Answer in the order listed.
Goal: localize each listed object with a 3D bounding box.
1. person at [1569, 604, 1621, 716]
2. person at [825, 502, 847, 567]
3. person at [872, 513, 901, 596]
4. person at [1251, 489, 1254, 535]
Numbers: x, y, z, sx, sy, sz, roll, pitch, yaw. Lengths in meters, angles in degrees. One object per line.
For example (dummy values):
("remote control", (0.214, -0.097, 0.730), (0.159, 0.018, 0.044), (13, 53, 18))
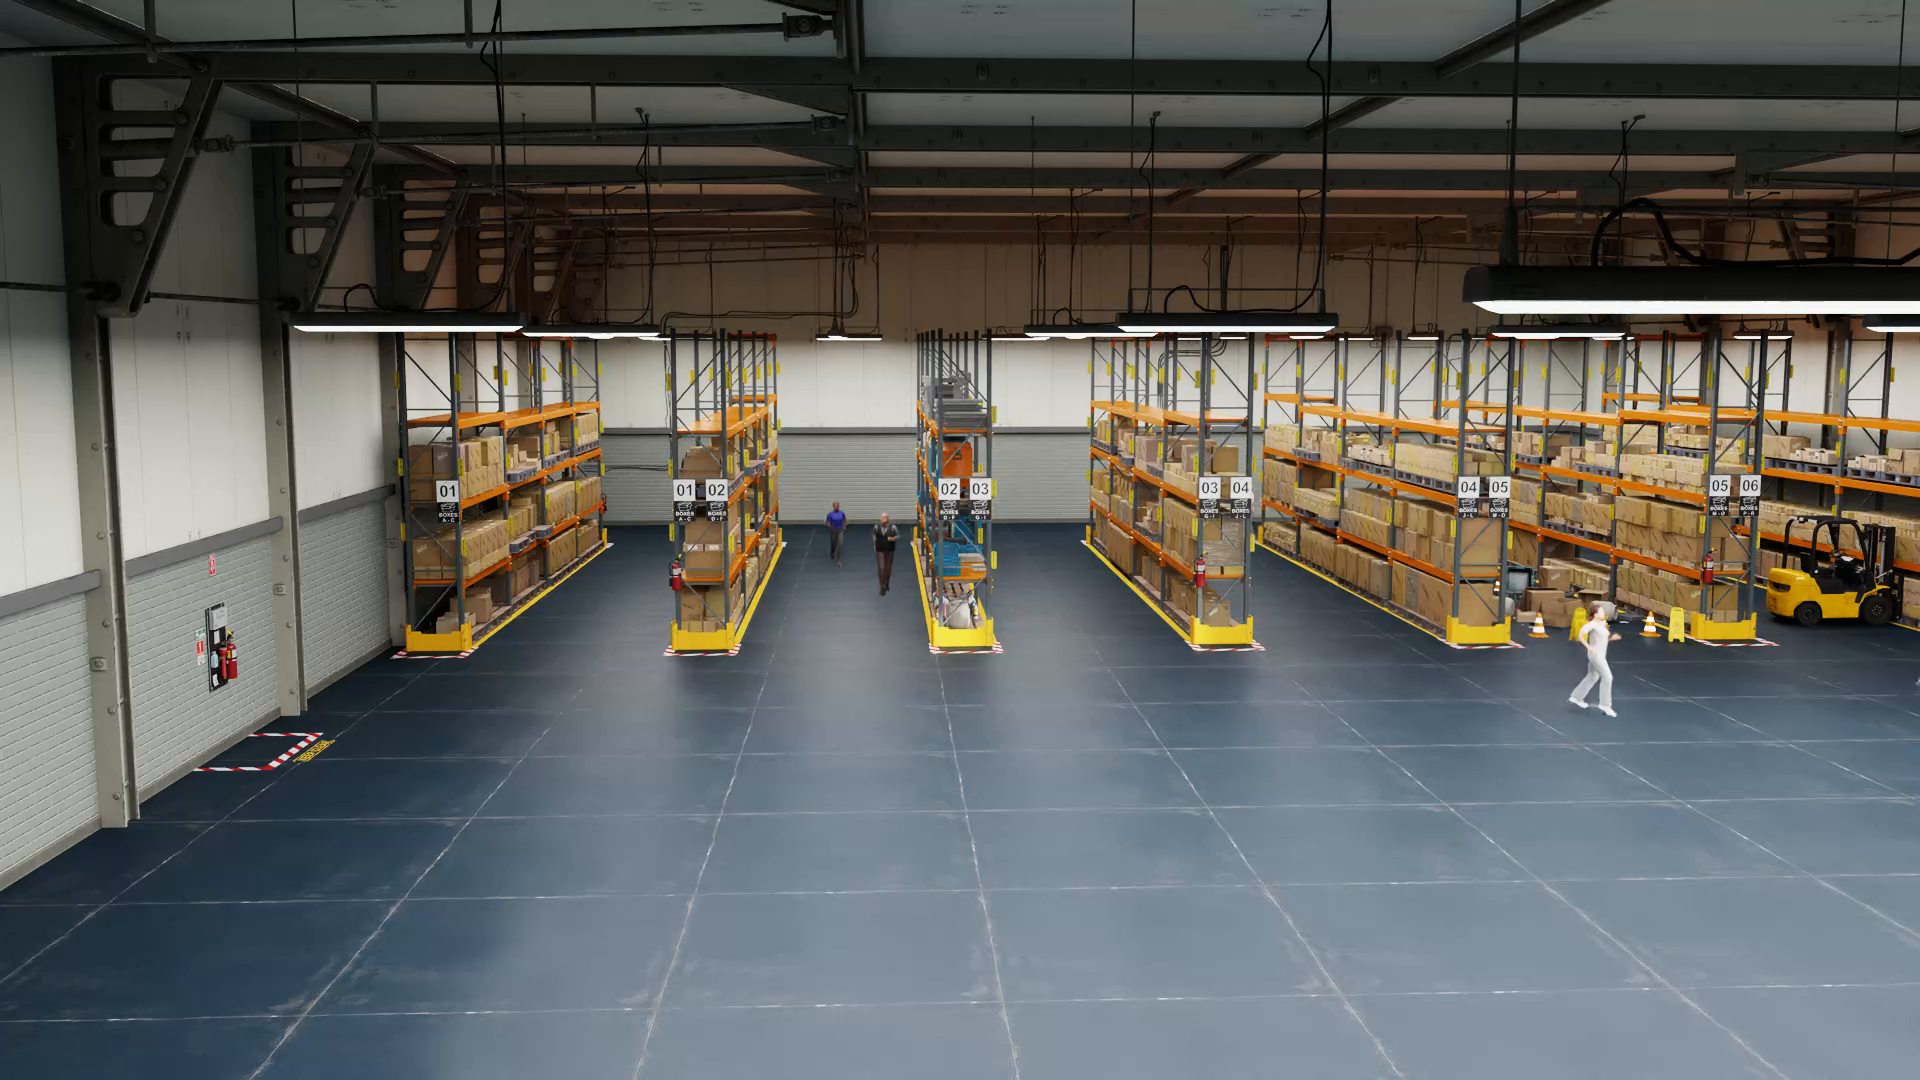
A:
("person", (9.864, 1.849, 25.829), (0.742, 1.714, 0.551), (4, 8, 31))
("person", (-3.208, -0.164, 43.230), (0.579, 1.643, 0.859), (-2, 7, -14))
("person", (-1.607, 0.293, 36.356), (0.638, 1.774, 0.817), (0, 7, -3))
("person", (8.400, -0.838, 48.744), (0.700, 1.654, 0.586), (-3, 7, -26))
